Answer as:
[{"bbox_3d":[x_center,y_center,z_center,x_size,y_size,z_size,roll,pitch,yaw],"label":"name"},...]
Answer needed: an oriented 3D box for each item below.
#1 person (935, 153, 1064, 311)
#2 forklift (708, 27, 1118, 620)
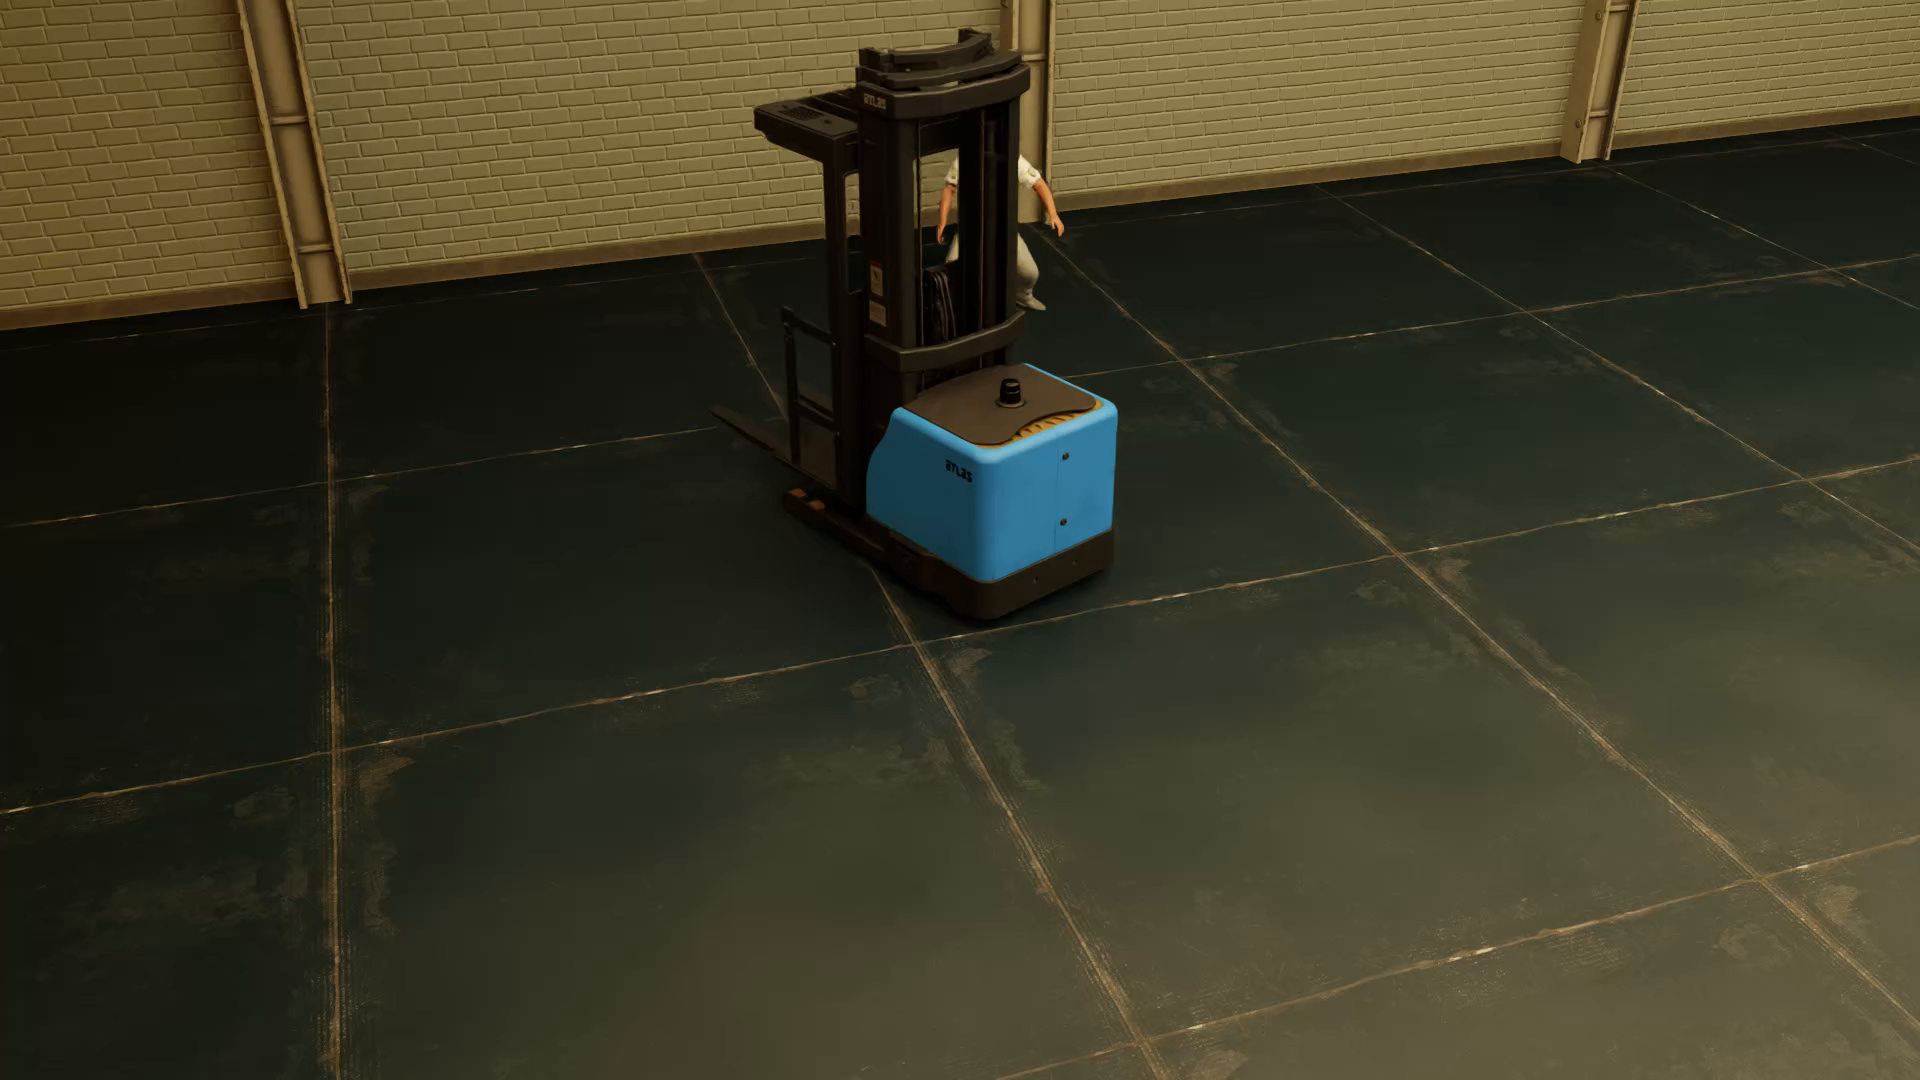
[{"bbox_3d":[0.285,-2.407,12.651,0.967,1.623,0.781,-2,30,-3],"label":"person"},{"bbox_3d":[-0.449,-1.493,9.681,1.130,2.935,3.031,-23,37,-34],"label":"forklift"}]
